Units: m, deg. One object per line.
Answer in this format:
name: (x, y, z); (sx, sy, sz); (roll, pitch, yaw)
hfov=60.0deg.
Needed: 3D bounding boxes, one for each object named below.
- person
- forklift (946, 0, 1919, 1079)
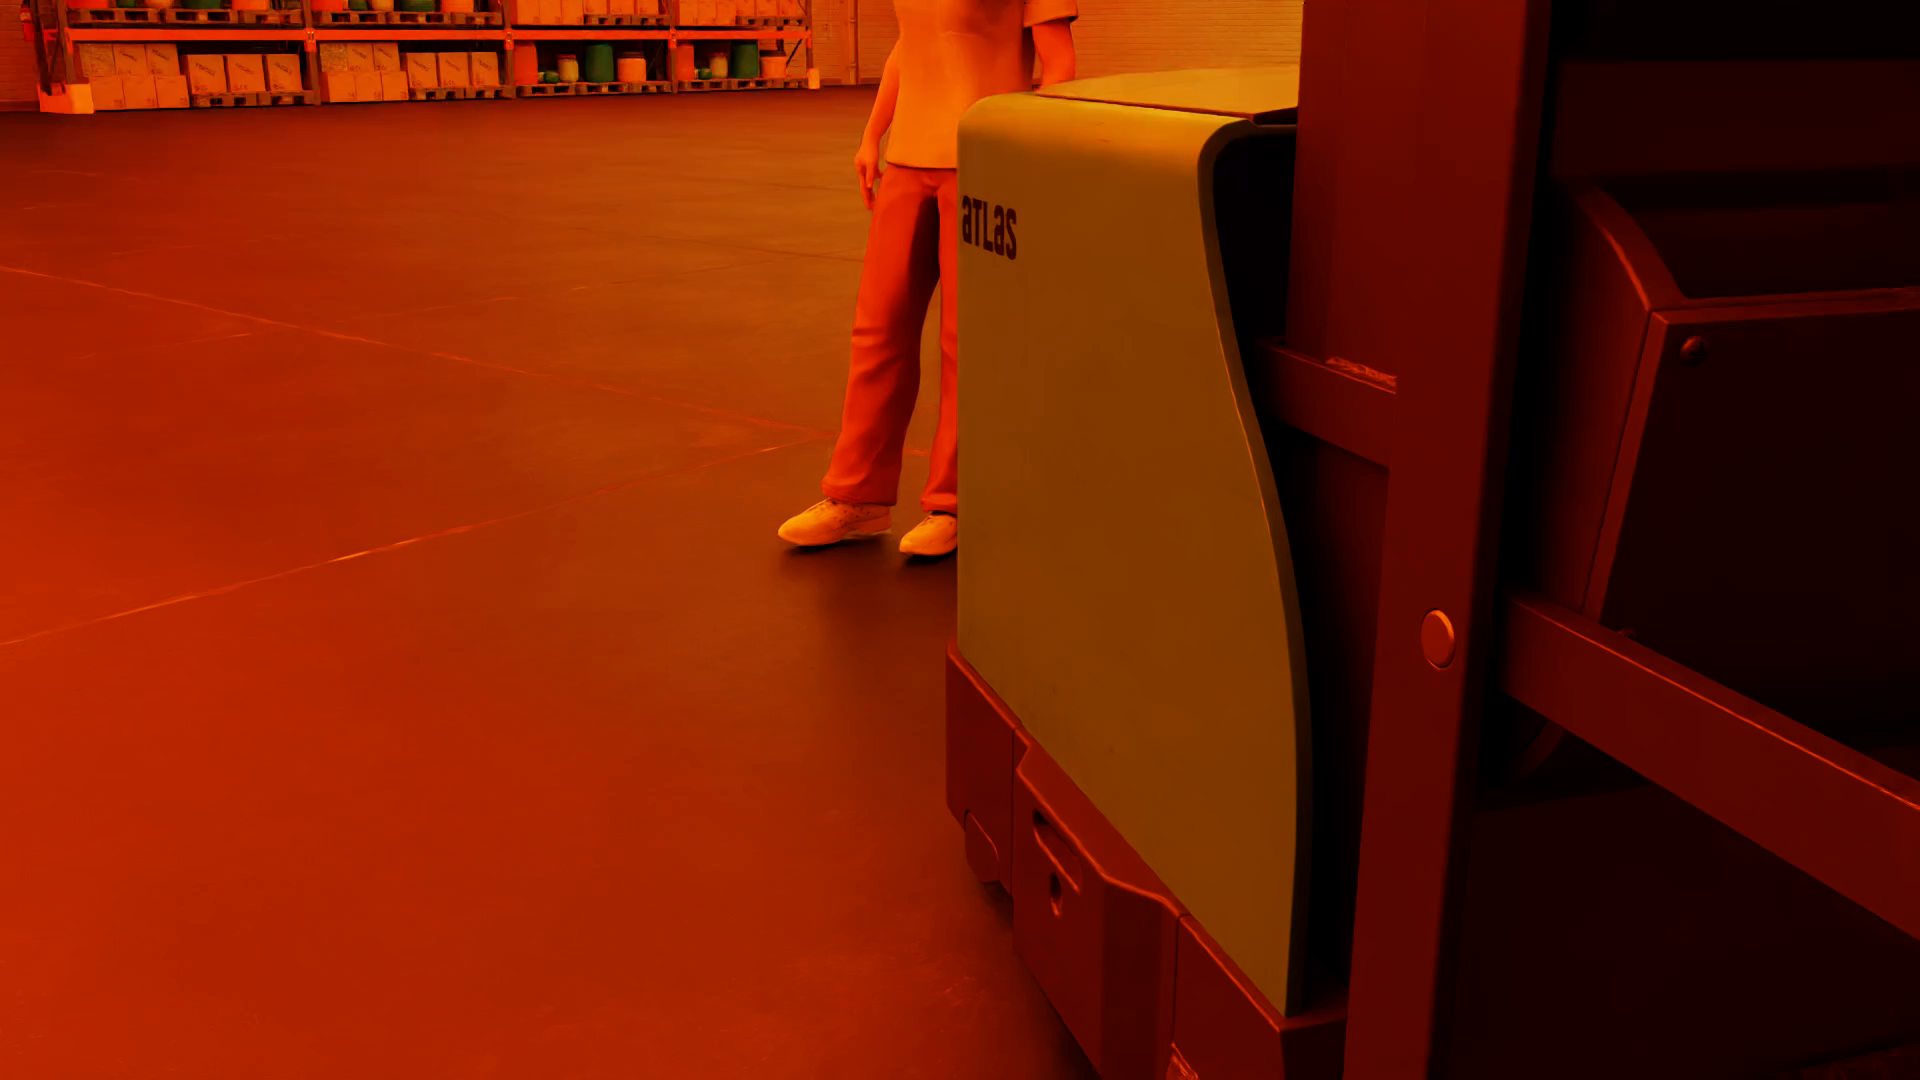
person: (-0.009, -0.838, 3.678); (0.536, 1.609, 0.428); (13, 21, 37)
forklift: (0.912, -0.600, 0.872); (1.130, 2.935, 3.031); (-5, 18, -17)
